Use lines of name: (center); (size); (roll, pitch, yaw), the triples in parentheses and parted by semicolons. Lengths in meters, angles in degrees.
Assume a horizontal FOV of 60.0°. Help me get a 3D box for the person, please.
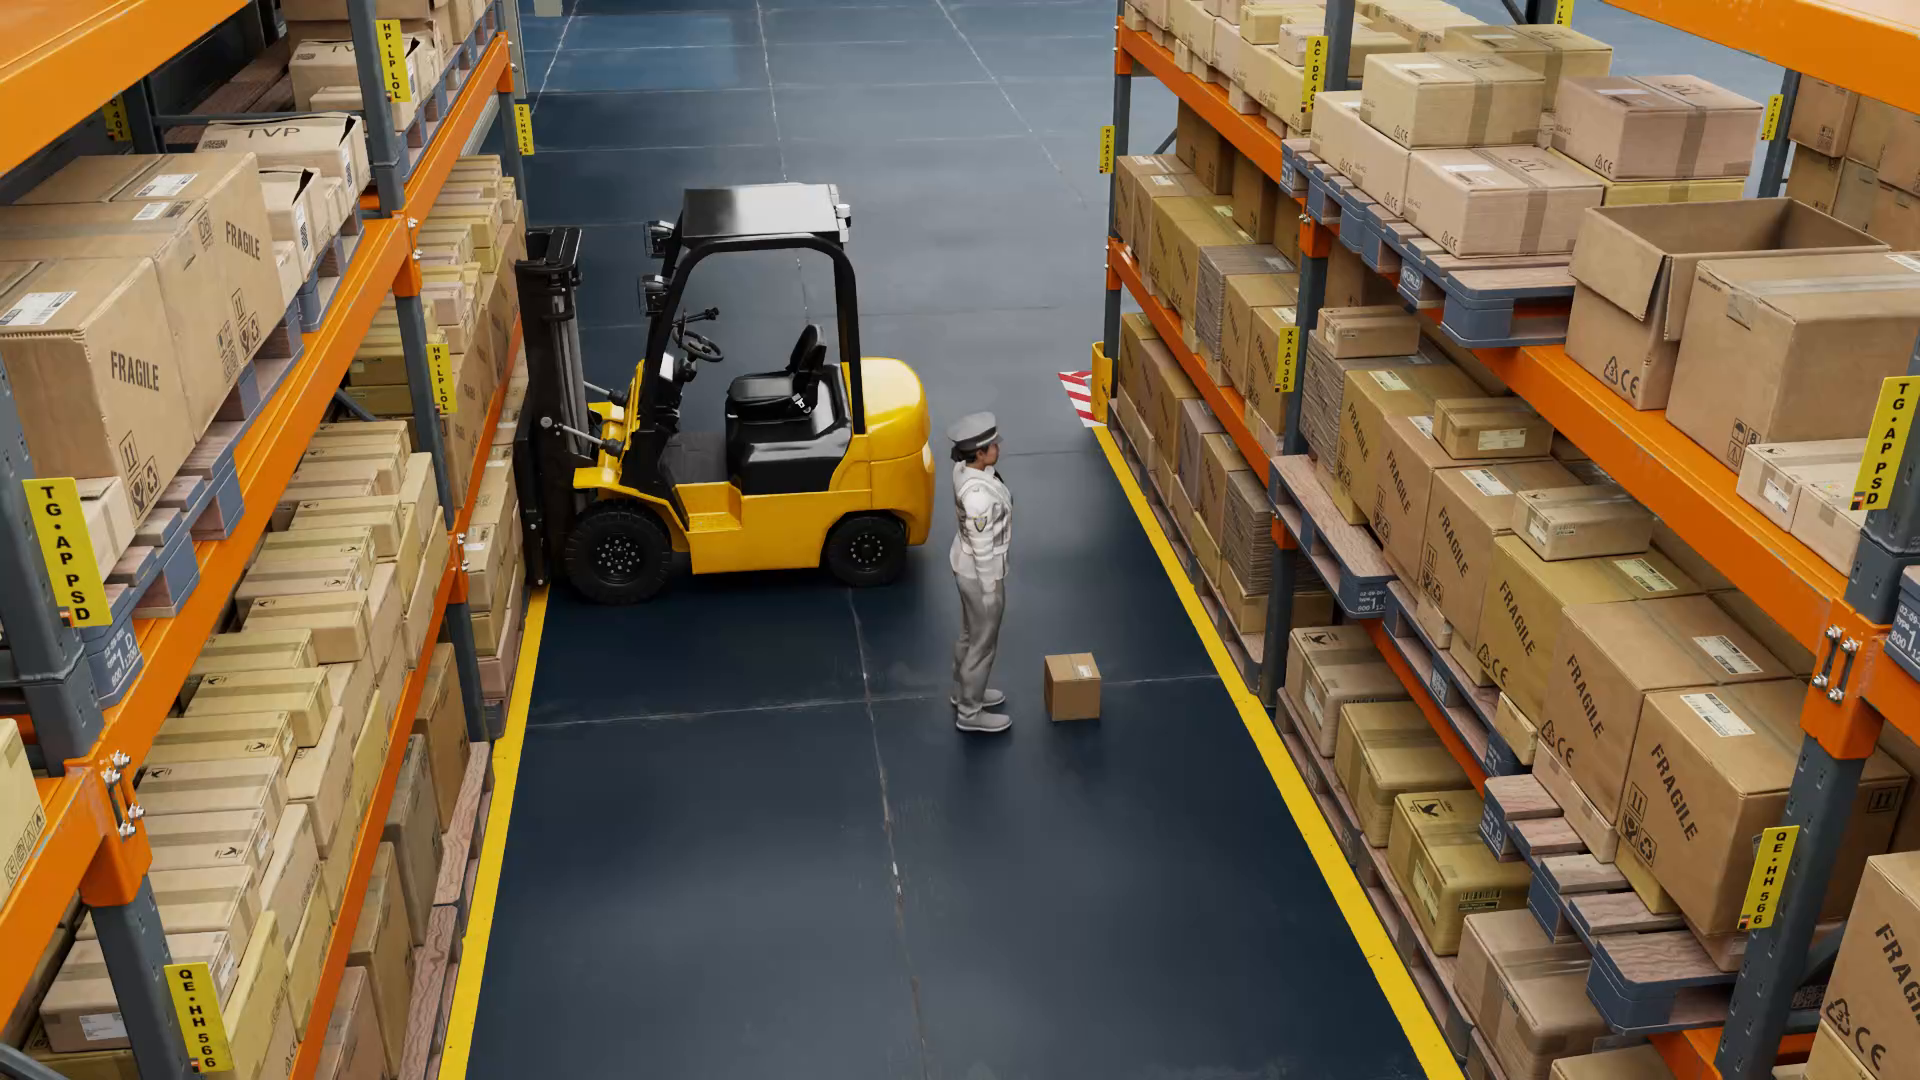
person: (0.107, 0.156, 8.296); (0.346, 1.686, 0.465); (-3, 27, -6)
